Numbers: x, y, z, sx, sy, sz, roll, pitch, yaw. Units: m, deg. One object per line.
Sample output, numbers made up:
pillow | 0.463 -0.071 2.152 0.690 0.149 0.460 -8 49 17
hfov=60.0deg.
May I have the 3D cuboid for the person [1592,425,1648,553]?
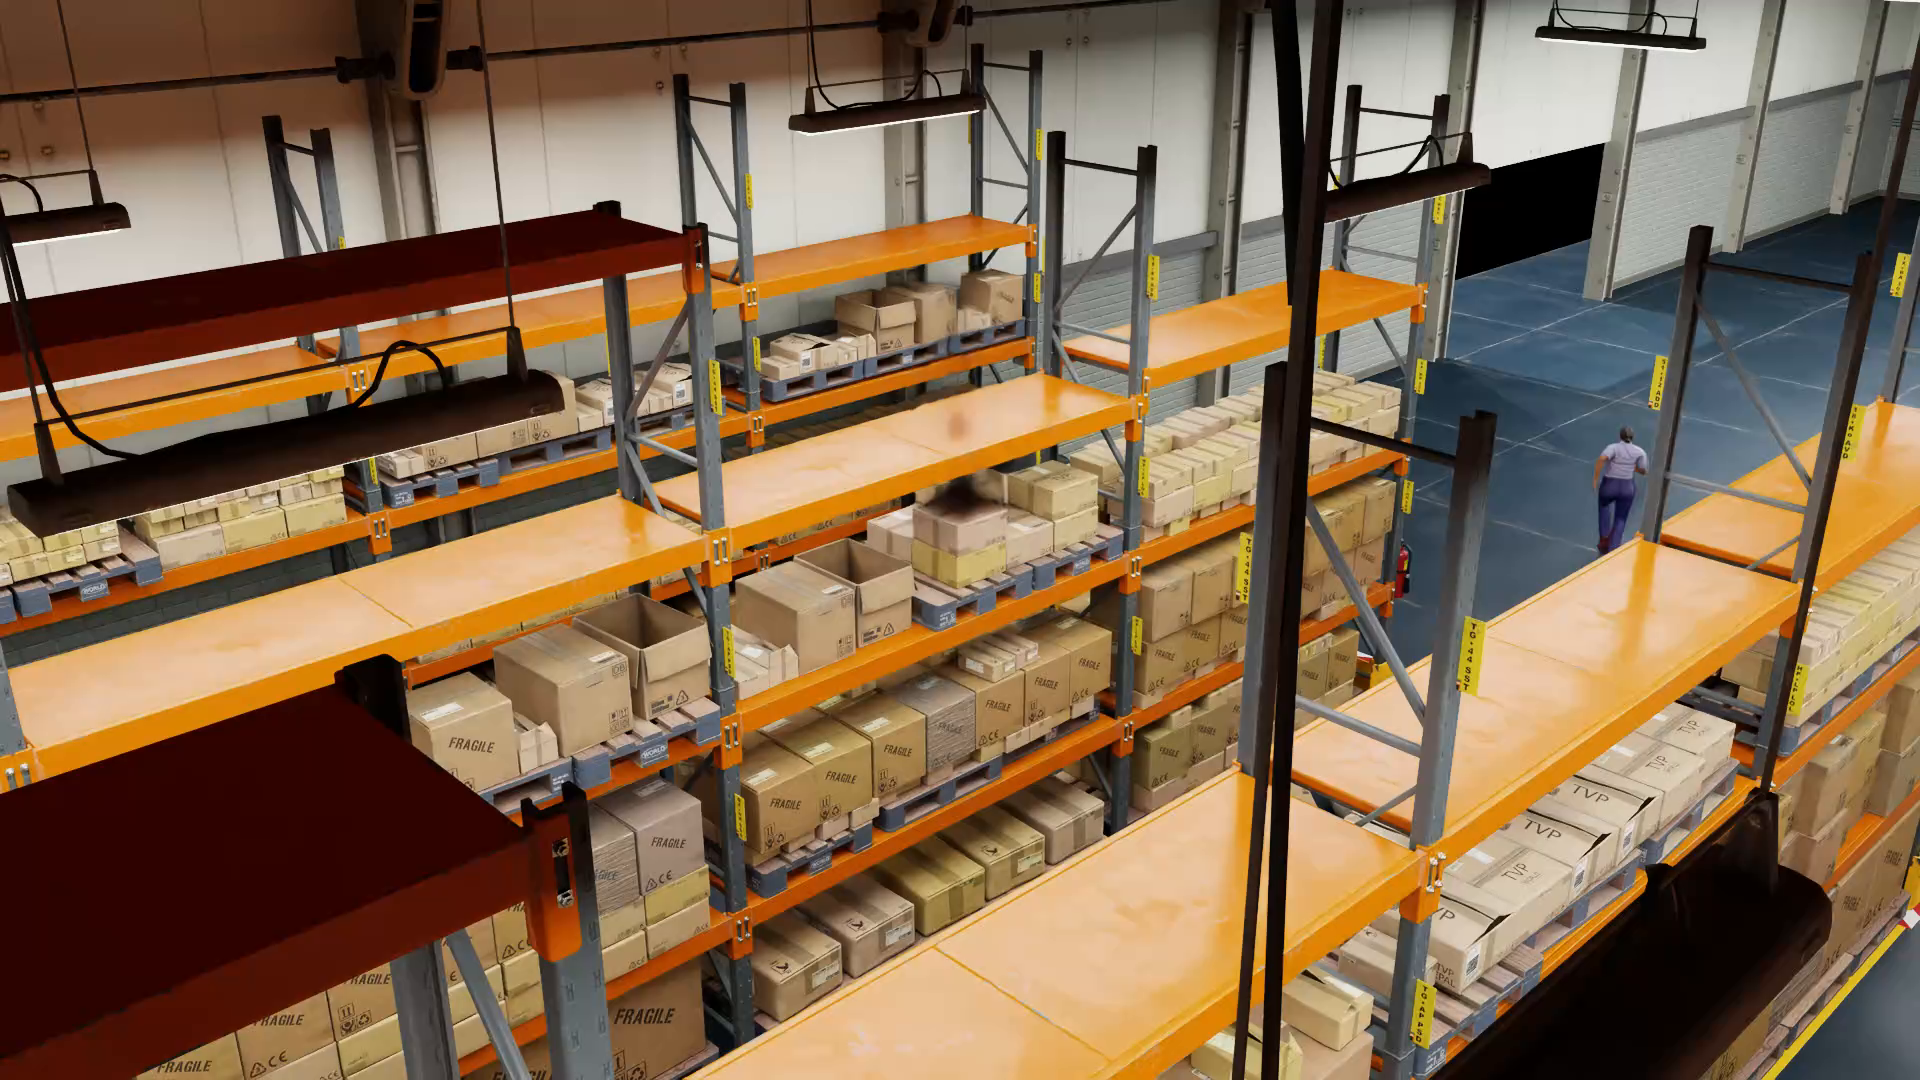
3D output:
person | 7.924 -0.546 20.068 0.627 1.672 0.821 6 23 14
